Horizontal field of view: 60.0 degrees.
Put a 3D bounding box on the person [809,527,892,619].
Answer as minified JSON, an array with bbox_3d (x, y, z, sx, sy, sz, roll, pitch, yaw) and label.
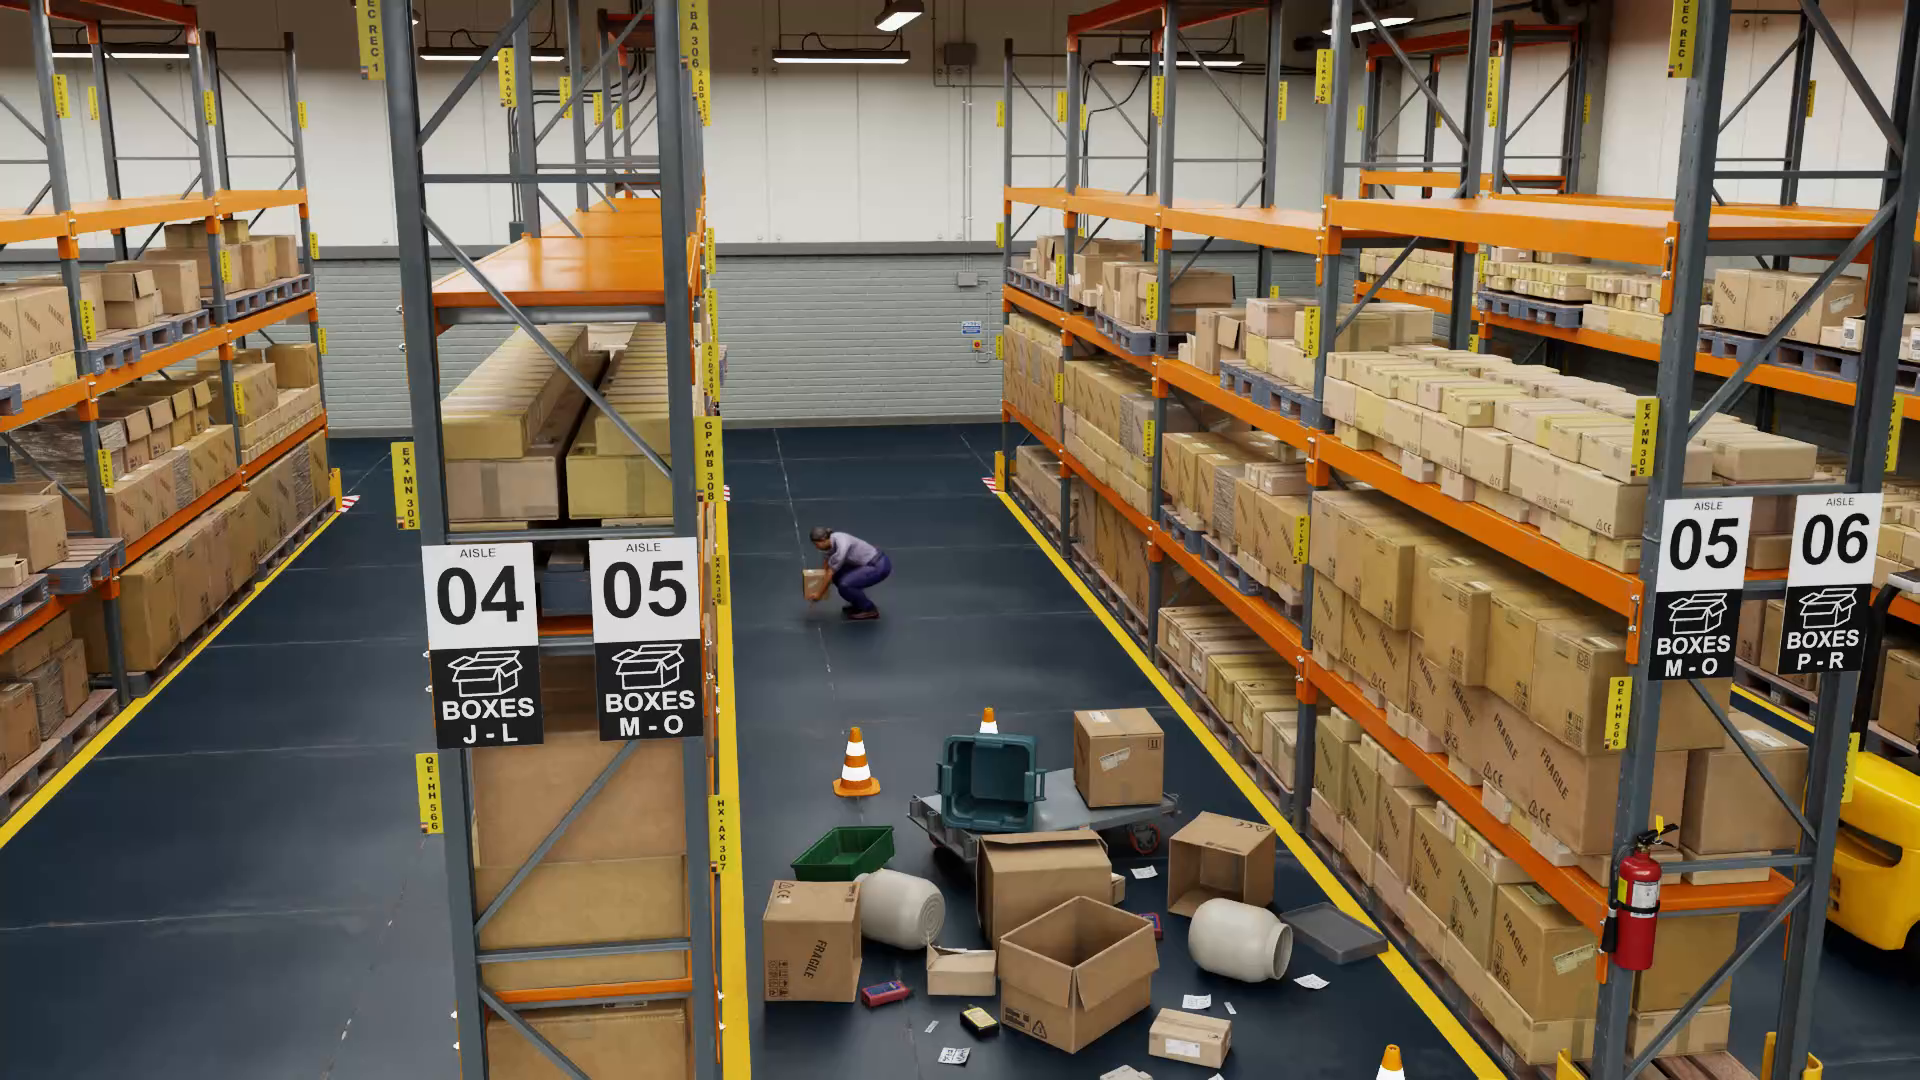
[{"bbox_3d":[-1.118,0.309,16.783,0.856,0.939,0.501,-2,13,-10],"label":"person"}]
